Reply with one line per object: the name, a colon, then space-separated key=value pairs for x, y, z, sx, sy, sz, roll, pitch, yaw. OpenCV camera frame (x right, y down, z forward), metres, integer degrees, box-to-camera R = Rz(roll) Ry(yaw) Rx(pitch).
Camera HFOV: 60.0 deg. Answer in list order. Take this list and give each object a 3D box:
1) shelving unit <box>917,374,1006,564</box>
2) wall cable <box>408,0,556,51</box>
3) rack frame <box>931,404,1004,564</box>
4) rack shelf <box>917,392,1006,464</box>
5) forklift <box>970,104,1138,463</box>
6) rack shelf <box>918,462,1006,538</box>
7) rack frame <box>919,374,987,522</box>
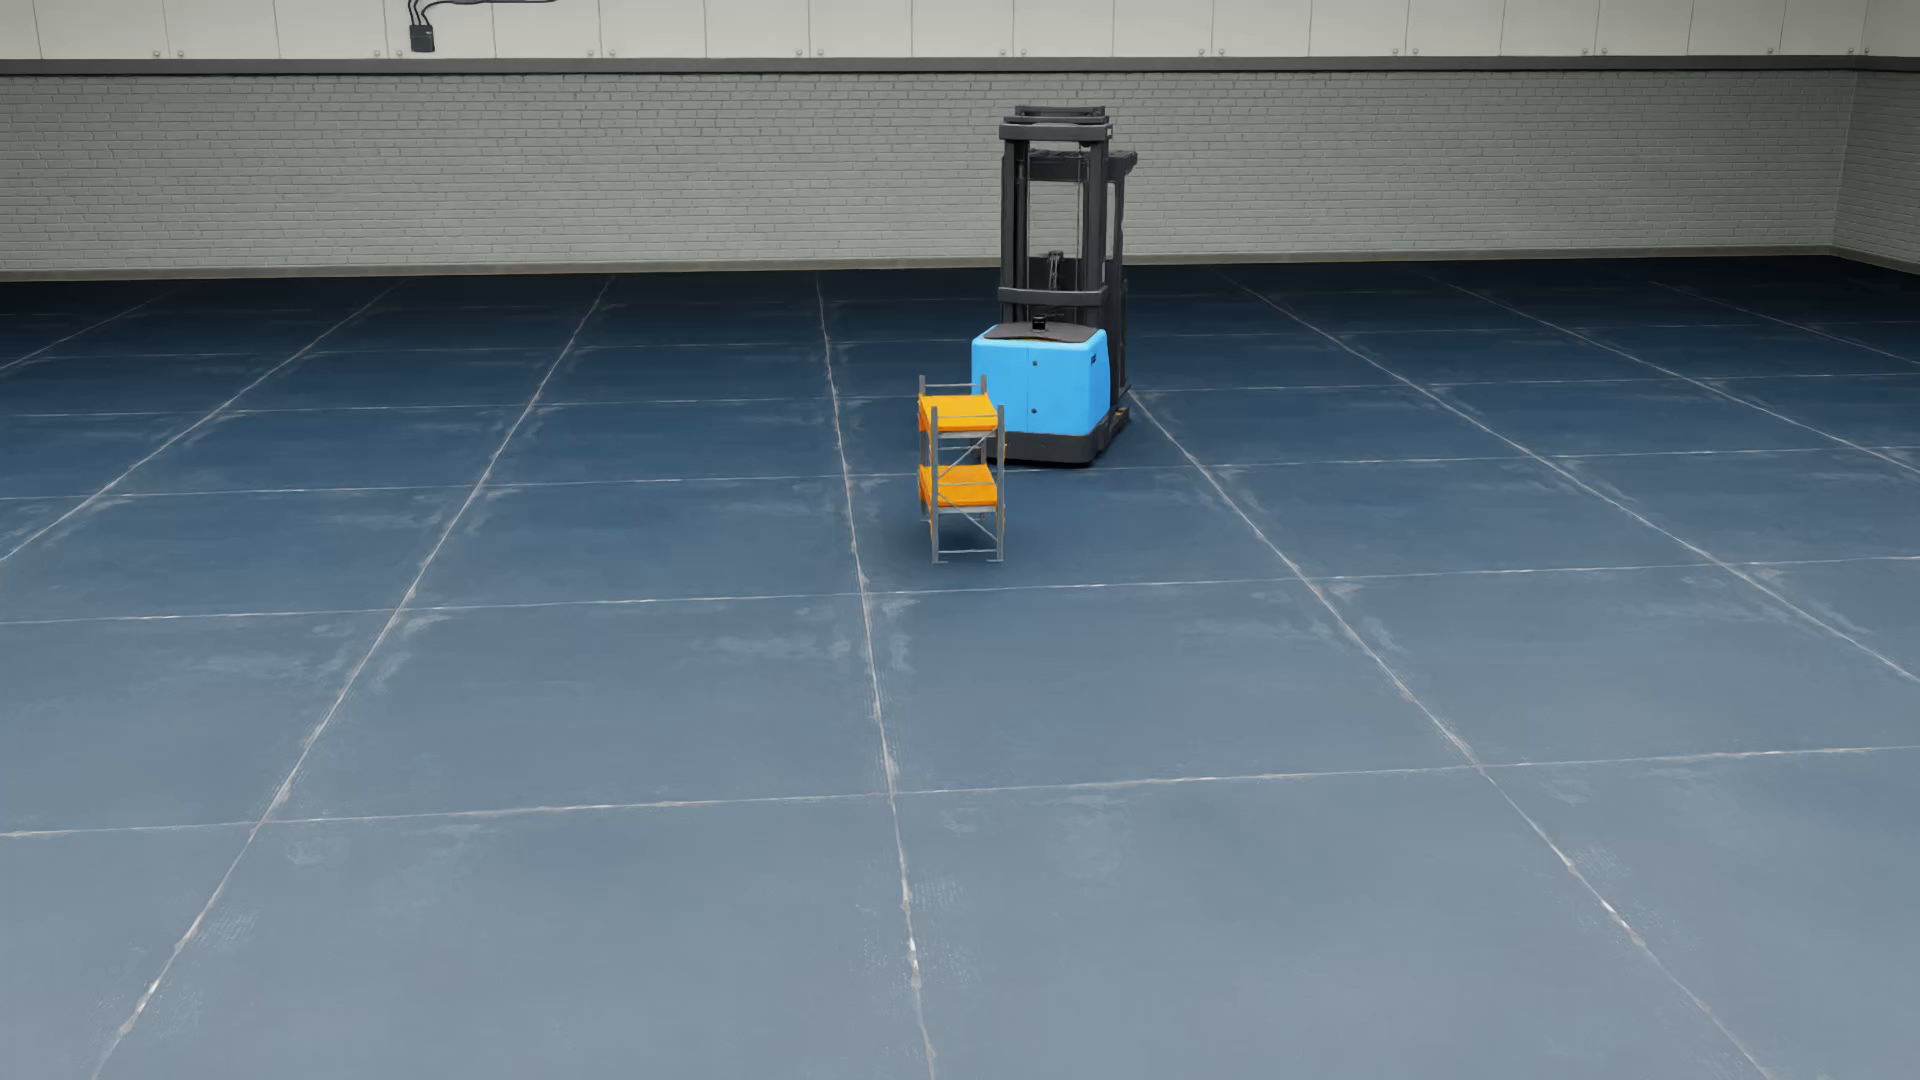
shelving unit: x=0.001 y=-0.535 z=12.002 sx=0.538 sy=1.125 sz=1.048 roll=-2 pitch=18 yaw=-6
wall cable: x=-6.664 y=-9.870 z=22.913 sx=2.305 sy=6.003 sz=0.169 roll=-2 pitch=18 yaw=-6
rack frame: x=0.053 y=-0.383 z=11.520 sx=0.500 sy=1.125 sz=0.032 roll=-2 pitch=18 yaw=-6
rack shelf: x=0.001 y=-0.814 z=11.914 sx=0.538 sy=0.278 sz=1.000 roll=-2 pitch=18 yaw=-6
forklift: x=0.968 y=-2.446 z=15.076 sx=1.130 sy=2.935 sz=3.031 roll=5 pitch=18 yaw=15
rack shelf: x=0.001 y=-0.301 z=12.075 sx=0.538 sy=0.278 sz=1.000 roll=-2 pitch=18 yaw=-6
rack frame: x=-0.052 y=-0.686 z=12.485 sx=0.500 sy=1.125 sz=0.032 roll=-2 pitch=18 yaw=-6
